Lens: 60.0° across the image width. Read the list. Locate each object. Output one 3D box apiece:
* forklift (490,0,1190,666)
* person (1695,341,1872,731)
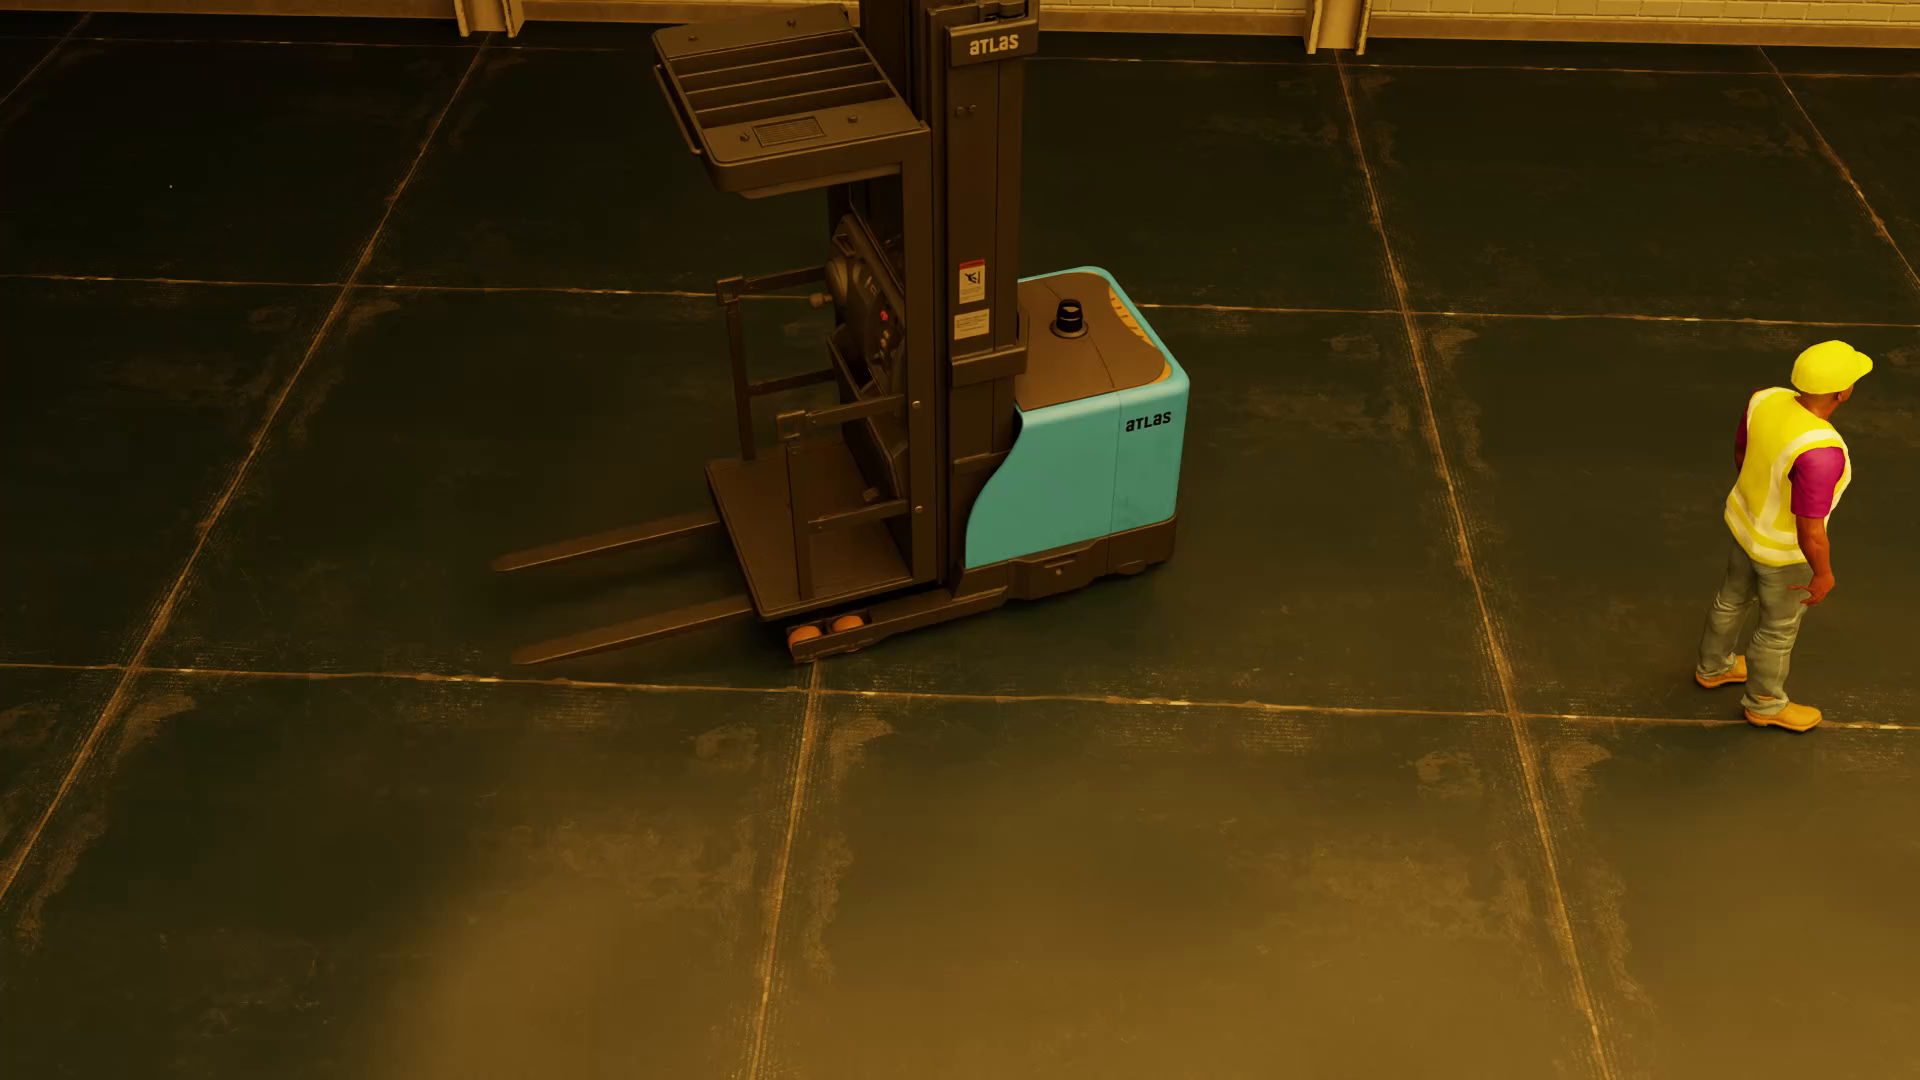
[{"bbox_3d":[-0.573,-0.945,6.778,3.031,2.935,1.130,-13,44,-14],"label":"forklift"},{"bbox_3d":[3.329,-0.039,6.638,0.574,1.769,0.665,-4,43,-4],"label":"person"}]
